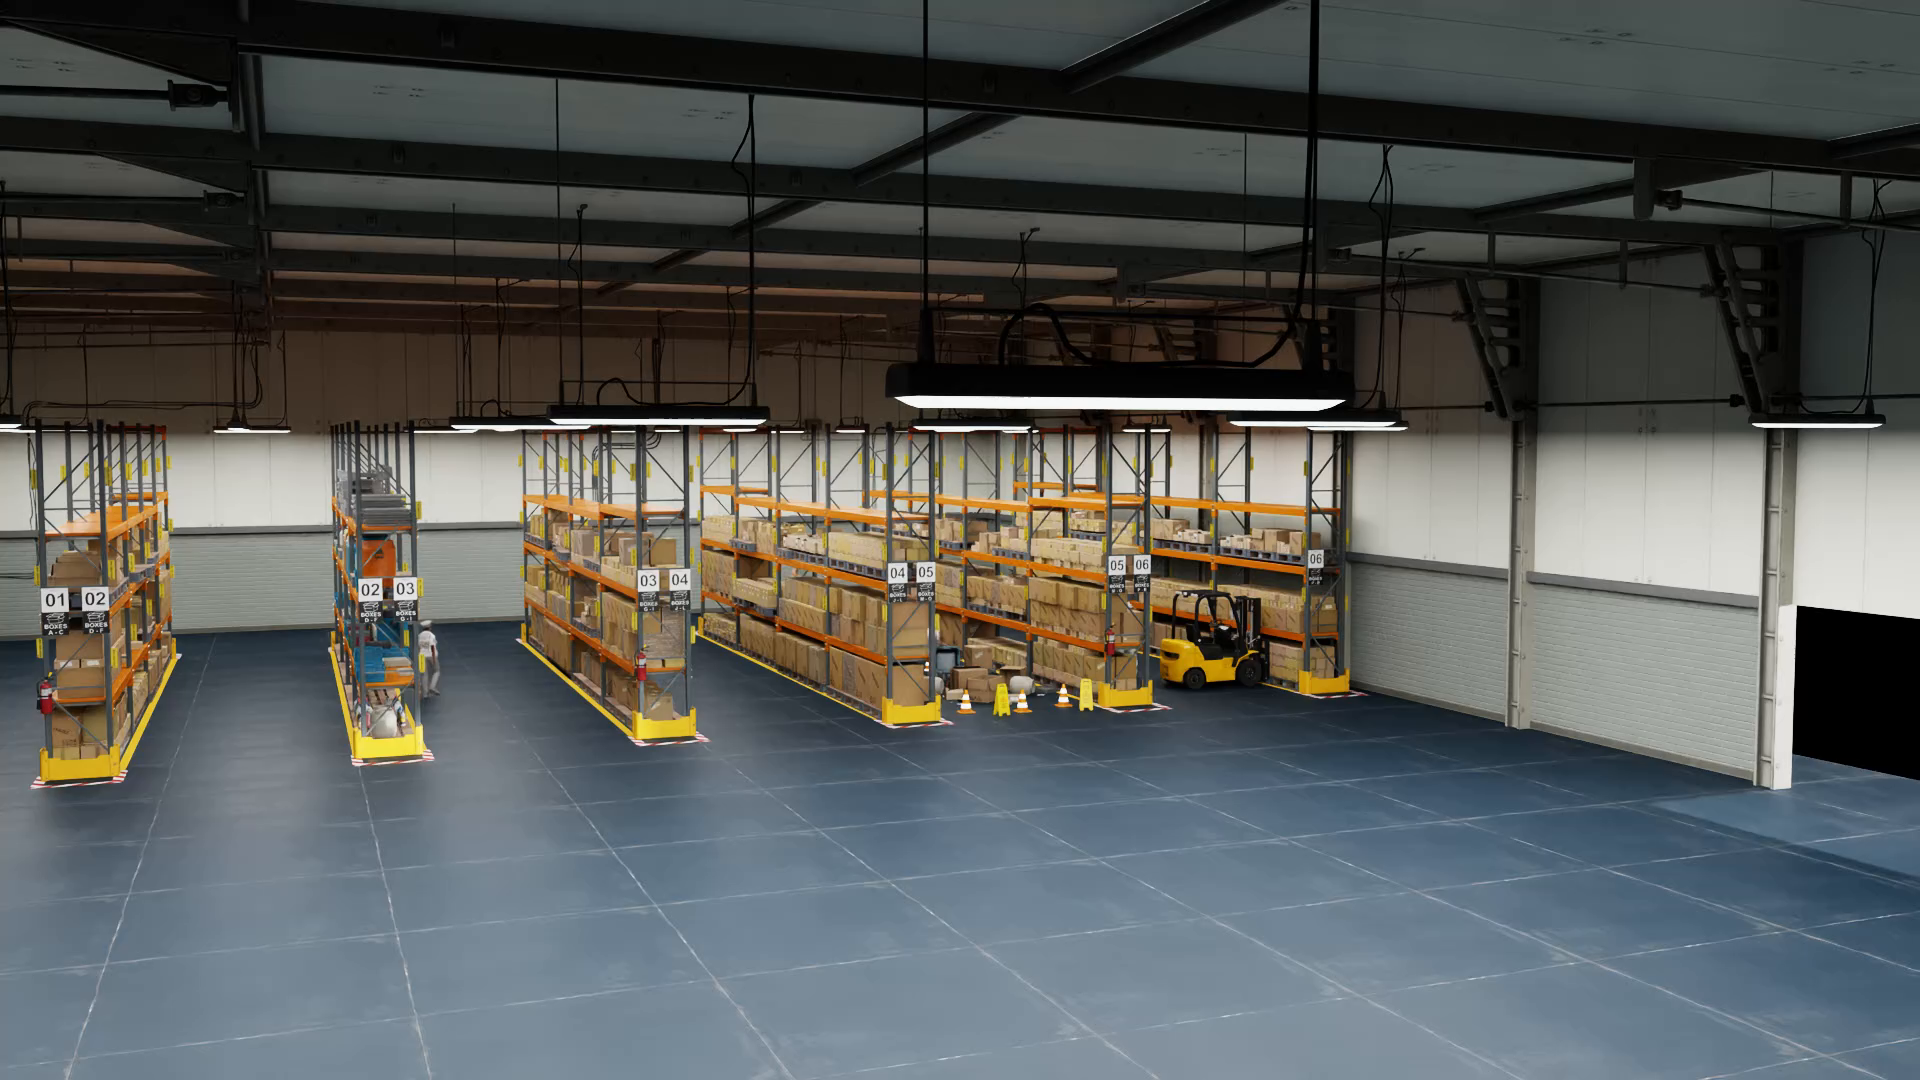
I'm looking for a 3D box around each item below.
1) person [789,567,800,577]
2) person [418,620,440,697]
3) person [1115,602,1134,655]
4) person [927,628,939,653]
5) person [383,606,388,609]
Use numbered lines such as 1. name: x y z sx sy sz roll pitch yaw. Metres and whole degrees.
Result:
1. person: -5.166 1.659 51.659 0.496 1.684 0.454 3 5 43
2. person: -11.663 2.597 36.473 0.488 1.669 0.479 0 4 -1
3. person: 3.930 2.360 39.707 0.631 1.791 0.731 -2 4 -27
4. person: -0.741 2.354 40.365 0.527 1.680 0.466 -1 4 -12
5. person: -16.223 1.921 46.993 0.439 1.748 0.572 -1 4 -20
